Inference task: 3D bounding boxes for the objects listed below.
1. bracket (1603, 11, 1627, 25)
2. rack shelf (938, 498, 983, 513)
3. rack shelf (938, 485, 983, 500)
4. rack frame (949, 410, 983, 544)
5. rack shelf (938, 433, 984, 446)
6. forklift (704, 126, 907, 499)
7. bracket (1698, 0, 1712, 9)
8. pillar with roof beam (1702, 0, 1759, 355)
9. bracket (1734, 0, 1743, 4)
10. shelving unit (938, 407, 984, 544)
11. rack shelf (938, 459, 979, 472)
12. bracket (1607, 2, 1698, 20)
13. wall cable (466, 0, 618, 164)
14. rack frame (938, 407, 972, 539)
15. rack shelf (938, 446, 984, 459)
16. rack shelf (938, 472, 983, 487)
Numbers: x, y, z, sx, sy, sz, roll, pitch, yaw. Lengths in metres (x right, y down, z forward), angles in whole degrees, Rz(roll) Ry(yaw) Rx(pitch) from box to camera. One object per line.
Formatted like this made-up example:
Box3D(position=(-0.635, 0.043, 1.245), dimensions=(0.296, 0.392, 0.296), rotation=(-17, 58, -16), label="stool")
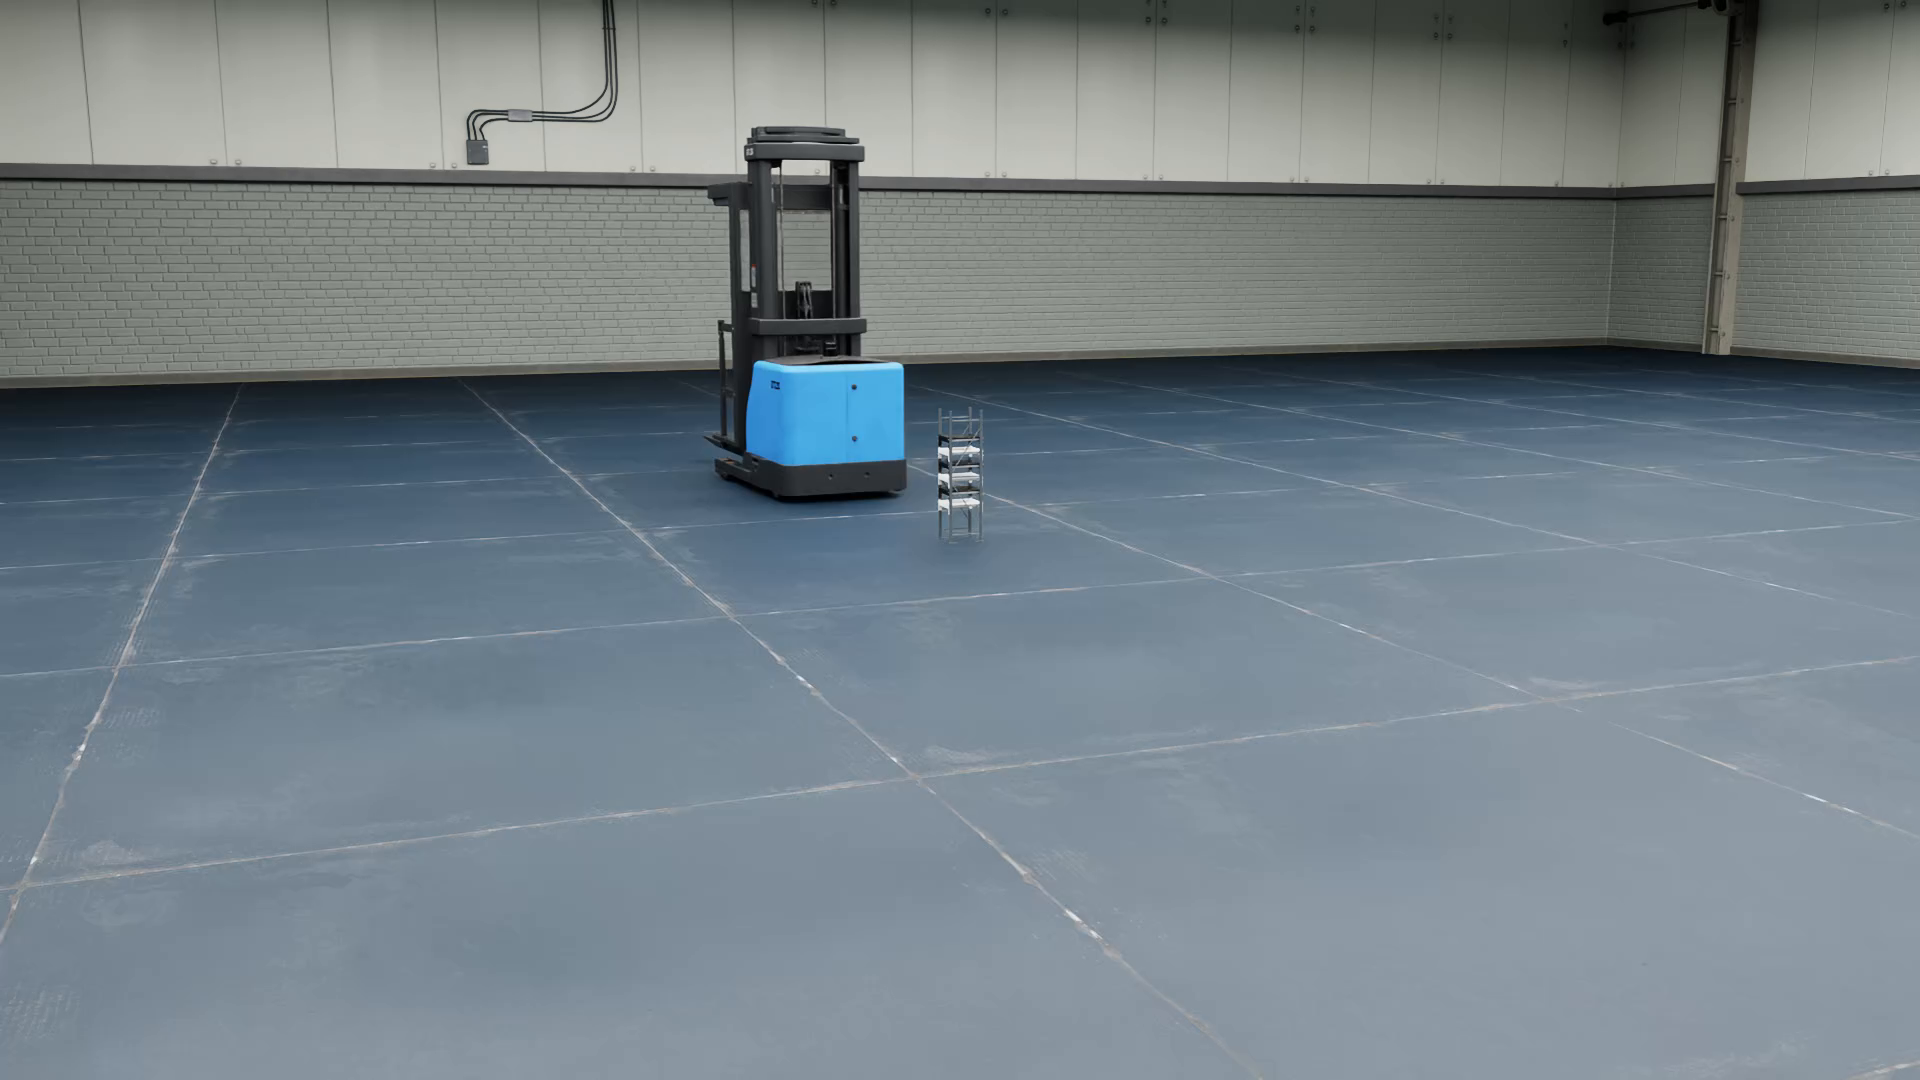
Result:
Box3D(position=(12.647, -10.074, 32.082), dimensions=(0.235, 0.232, 0.430), rotation=(-4, 11, -21), label="bracket")
Box3D(position=(0.003, -0.232, 11.371), dimensions=(0.258, 0.077, 0.200), rotation=(-4, 11, -21), label="rack shelf")
Box3D(position=(0.003, -0.320, 11.355), dimensions=(0.258, 0.077, 0.200), rotation=(-4, 11, -21), label="rack shelf")
Box3D(position=(0.040, -0.425, 11.241), dimensions=(0.240, 0.900, 0.006), rotation=(-4, 11, -21), label="rack frame")
Box3D(position=(0.003, -0.675, 11.292), dimensions=(0.258, 0.077, 0.200), rotation=(-4, 11, -21), label="rack shelf")
Box3D(position=(-1.488, -1.984, 14.207), dimensions=(1.130, 2.935, 3.031), rotation=(-4, 11, -24), label="forklift")
Box3D(position=(13.506, -9.687, 29.907), dimensions=(0.235, 0.232, 0.430), rotation=(-4, 11, -21), label="bracket")
Box3D(position=(9.975, -7.597, 28.432), dimensions=(9.100, 9.000, 0.548), rotation=(-4, 11, -21), label="pillar with roof beam")
Box3D(position=(13.807, -9.552, 29.145), dimensions=(0.235, 0.232, 0.430), rotation=(-4, 11, -21), label="bracket")
Box3D(position=(0.003, -0.442, 11.334), dimensions=(0.258, 0.900, 0.210), rotation=(-4, 11, -21), label="shelving unit")
Box3D(position=(0.003, -0.498, 11.324), dimensions=(0.258, 0.077, 0.200), rotation=(-4, 11, -21), label="rack shelf")
Box3D(position=(12.861, -9.978, 31.540), dimensions=(0.076, 0.066, 3.189), rotation=(-4, 11, -21), label="bracket")
Box3D(position=(-6.353, -8.710, 24.979), dimensions=(2.305, 6.003, 0.169), rotation=(-4, 11, -21), label="wall cable")
Box3D(position=(-0.034, -0.458, 11.427), dimensions=(0.240, 0.900, 0.006), rotation=(-4, 11, -21), label="rack frame")
Box3D(position=(0.003, -0.586, 11.308), dimensions=(0.258, 0.077, 0.200), rotation=(-4, 11, -21), label="rack shelf")
Box3D(position=(0.003, -0.409, 11.340), dimensions=(0.258, 0.077, 0.200), rotation=(-4, 11, -21), label="rack shelf")
